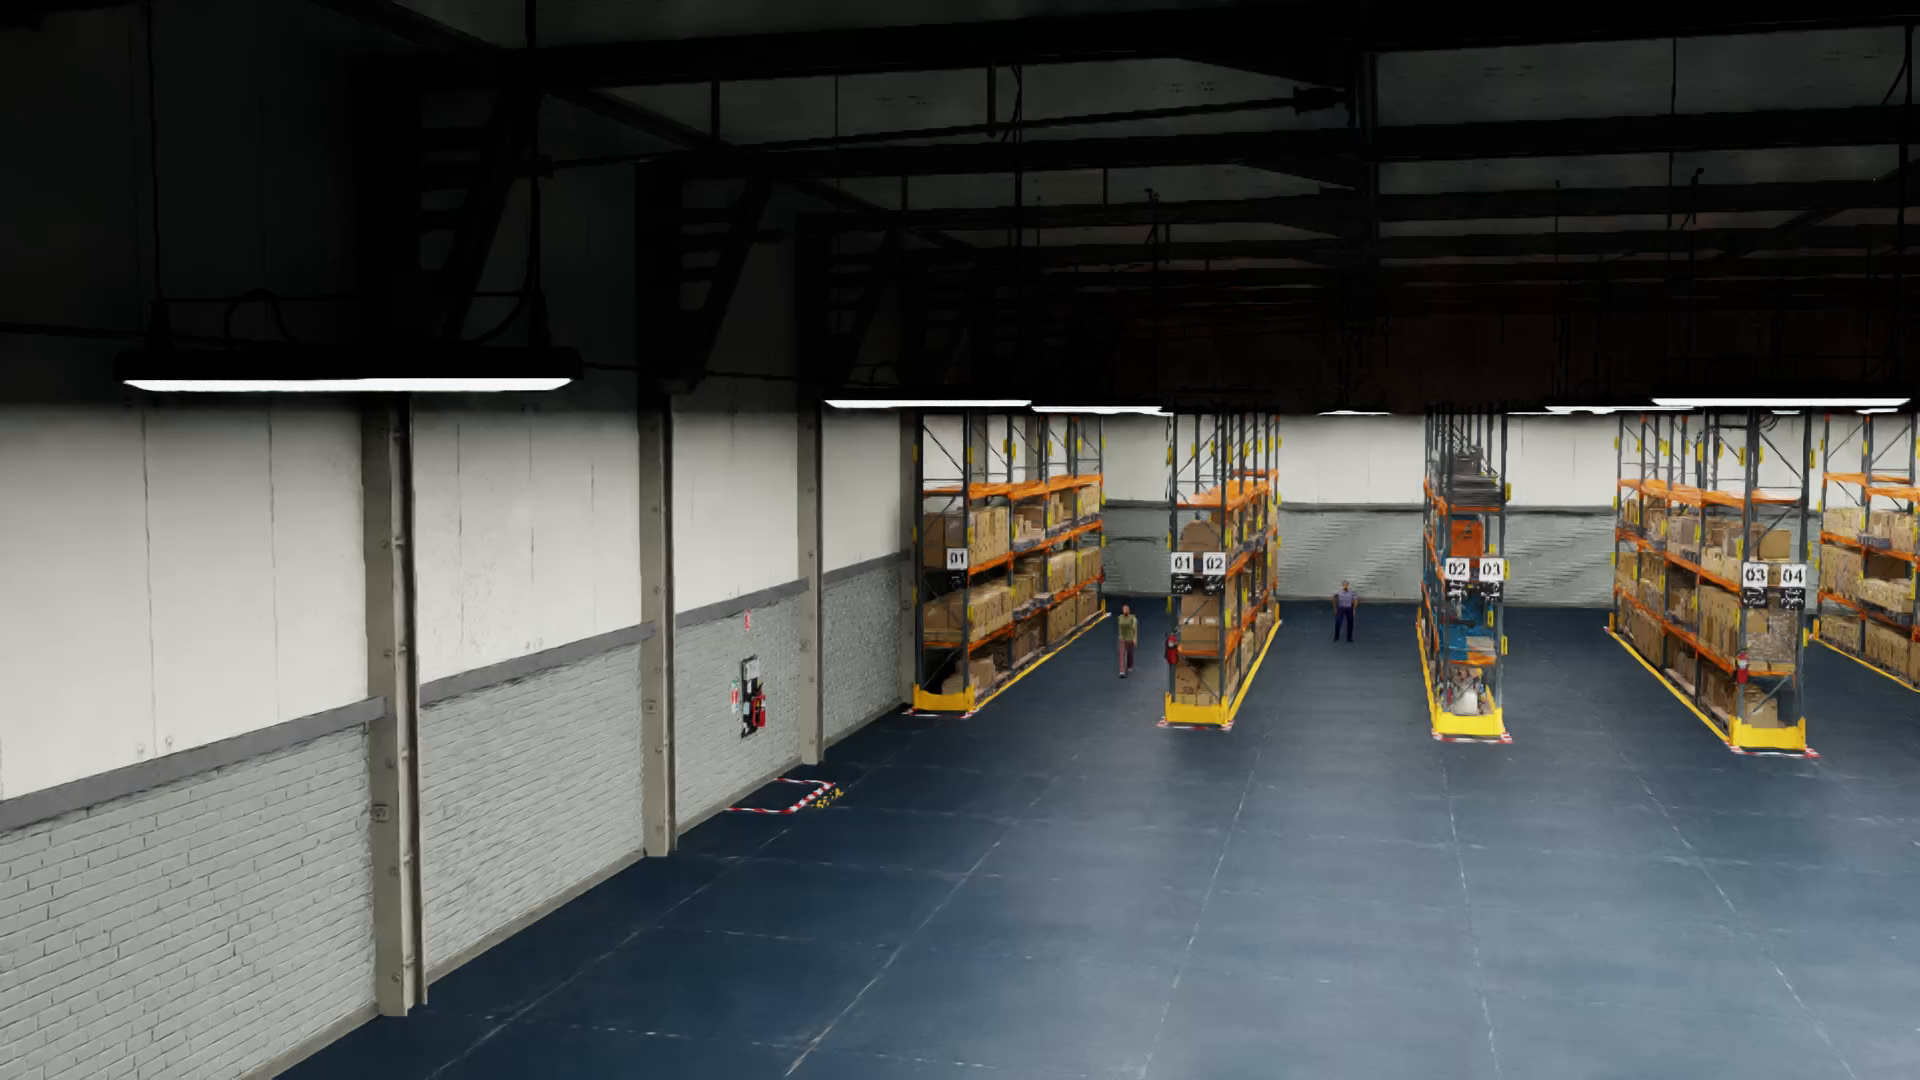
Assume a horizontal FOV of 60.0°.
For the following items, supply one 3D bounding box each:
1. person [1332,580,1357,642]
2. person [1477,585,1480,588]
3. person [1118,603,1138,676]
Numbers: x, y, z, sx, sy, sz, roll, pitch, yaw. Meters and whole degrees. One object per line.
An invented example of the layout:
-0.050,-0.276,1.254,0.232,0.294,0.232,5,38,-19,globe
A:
9.816,1.802,42.426,0.625,1.596,0.517,1,4,12,person
15.295,1.355,48.623,0.432,1.539,0.947,1,4,13,person
3.718,2.188,36.892,0.456,1.612,1.019,1,4,13,person
